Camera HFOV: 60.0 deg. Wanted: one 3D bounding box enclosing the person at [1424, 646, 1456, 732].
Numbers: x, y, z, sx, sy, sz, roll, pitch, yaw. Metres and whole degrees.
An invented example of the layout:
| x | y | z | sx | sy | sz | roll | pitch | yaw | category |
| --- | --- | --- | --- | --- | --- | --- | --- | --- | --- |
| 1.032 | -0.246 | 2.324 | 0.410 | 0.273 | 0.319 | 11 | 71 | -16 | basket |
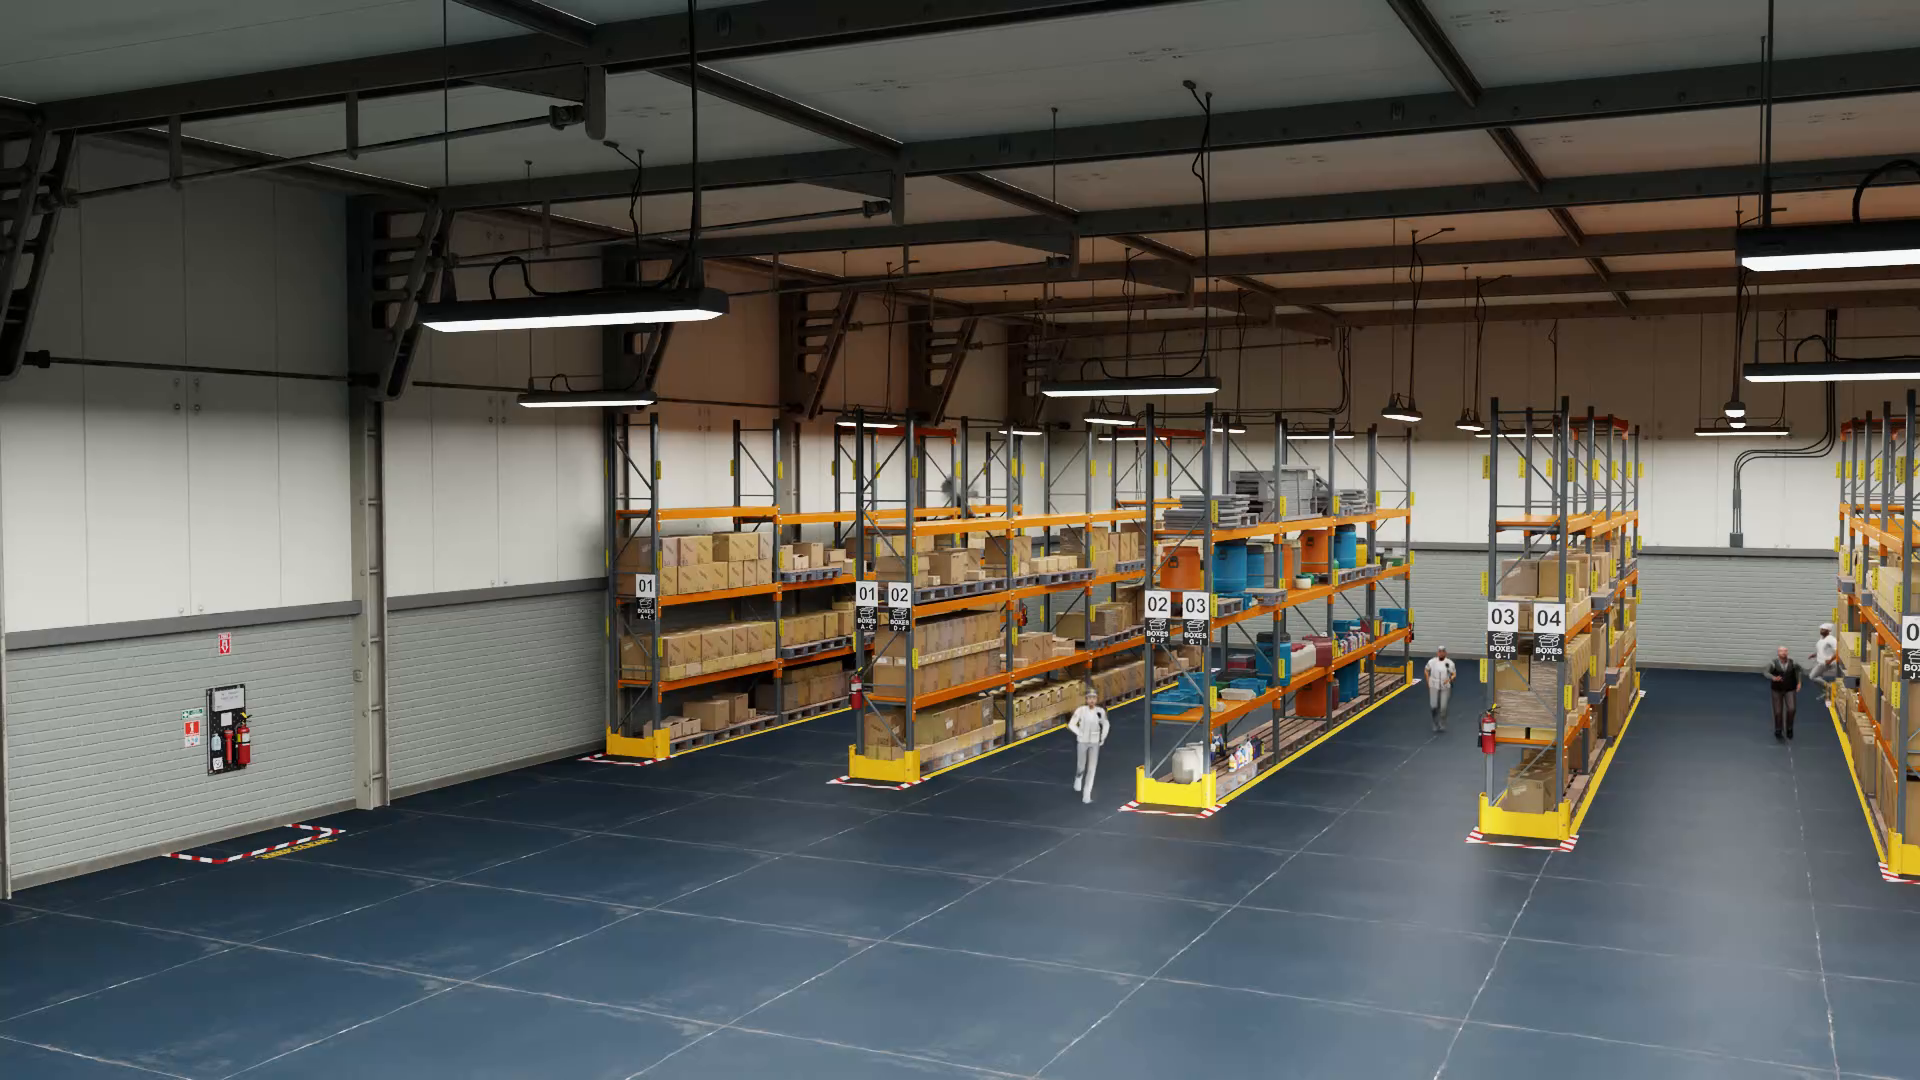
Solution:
| x | y | z | sx | sy | sz | roll | pitch | yaw | category |
| --- | --- | --- | --- | --- | --- | --- | --- | --- | --- |
| 9.176 | 2.863 | 31.794 | 0.593 | 1.667 | 0.547 | 1 | 3 | 17 | person |

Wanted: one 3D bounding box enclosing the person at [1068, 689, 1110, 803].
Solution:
| x | y | z | sx | sy | sz | roll | pitch | yaw | category |
| --- | --- | --- | --- | --- | --- | --- | --- | --- | --- |
| 1.975 | 3.110 | 25.368 | 0.639 | 1.707 | 0.755 | 0 | 2 | -1 | person |

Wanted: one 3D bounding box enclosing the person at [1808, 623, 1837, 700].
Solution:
| x | y | z | sx | sy | sz | roll | pitch | yaw | category |
| --- | --- | --- | --- | --- | --- | --- | --- | --- | --- |
| 18.678 | 2.638 | 36.024 | 0.516 | 1.709 | 0.763 | 0 | 2 | 12 | person |

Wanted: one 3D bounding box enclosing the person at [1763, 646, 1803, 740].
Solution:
| x | y | z | sx | sy | sz | roll | pitch | yaw | category |
| --- | --- | --- | --- | --- | --- | --- | --- | --- | --- |
| 15.317 | 2.841 | 30.931 | 0.692 | 1.730 | 0.668 | 1 | 3 | 22 | person |
